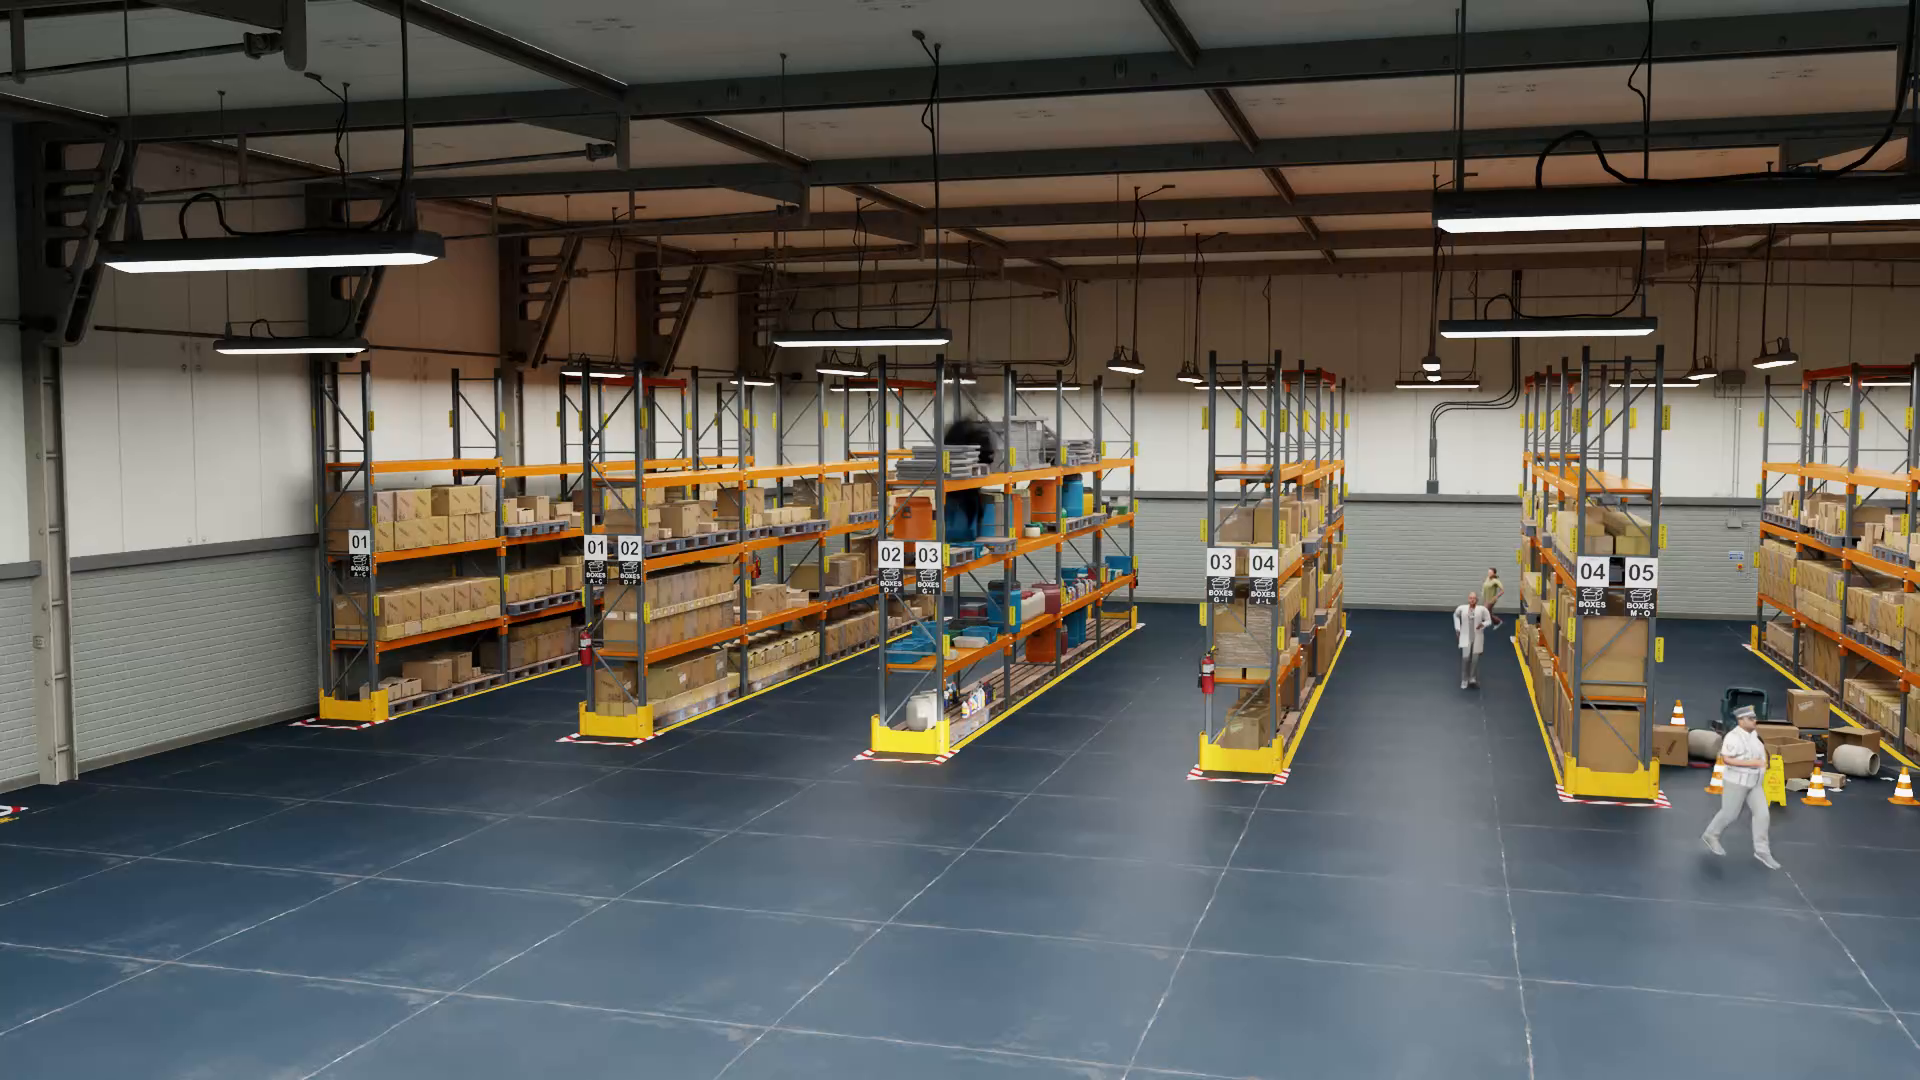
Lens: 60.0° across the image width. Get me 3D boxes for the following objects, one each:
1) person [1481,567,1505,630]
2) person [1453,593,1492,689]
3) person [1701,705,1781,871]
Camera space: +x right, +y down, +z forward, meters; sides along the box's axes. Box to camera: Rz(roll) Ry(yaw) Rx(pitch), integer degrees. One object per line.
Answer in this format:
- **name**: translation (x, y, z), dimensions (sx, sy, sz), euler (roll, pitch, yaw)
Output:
- **person**: translation (12.440, 1.422, 38.901), dimensions (0.898, 1.595, 0.651), euler (-1, 4, -17)
- **person**: translation (9.624, 1.901, 31.240), dimensions (0.688, 1.839, 0.836), euler (1, 4, 15)
- **person**: translation (8.831, 2.760, 18.828), dimensions (0.635, 1.824, 0.892), euler (-2, 5, -25)
